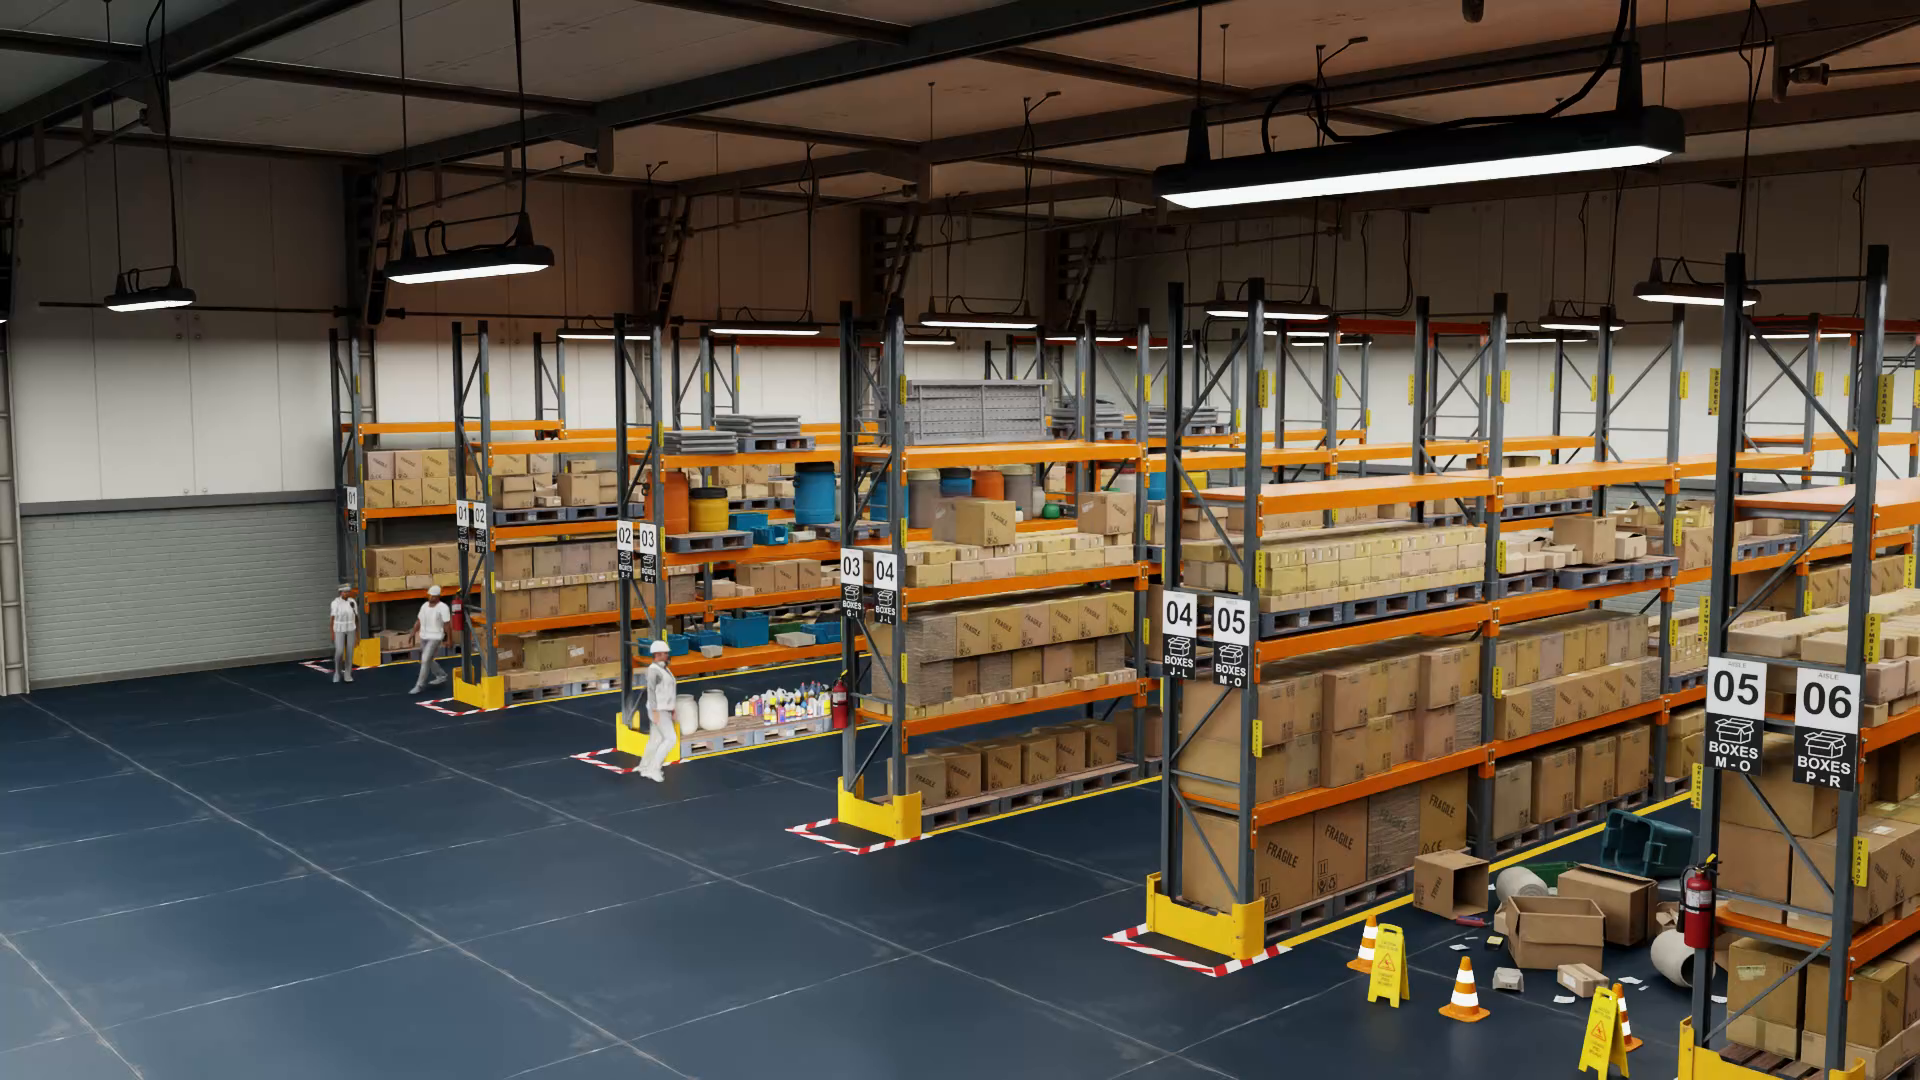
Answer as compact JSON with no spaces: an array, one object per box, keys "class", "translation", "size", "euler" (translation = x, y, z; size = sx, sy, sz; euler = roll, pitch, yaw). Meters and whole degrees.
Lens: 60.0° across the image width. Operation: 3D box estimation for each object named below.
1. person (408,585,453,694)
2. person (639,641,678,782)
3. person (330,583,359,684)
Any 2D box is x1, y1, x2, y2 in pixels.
[{"class":"person","translation":[-8.707,1.613,27.299],"size":[0.678,1.739,0.835],"euler":[3,6,27]},{"class":"person","translation":[-3.876,2.177,21.331],"size":[0.517,1.760,0.621],"euler":[0,6,-2]},{"class":"person","translation":[-10.335,1.562,27.958],"size":[0.482,1.701,0.408],"euler":[-5,7,-41]}]
